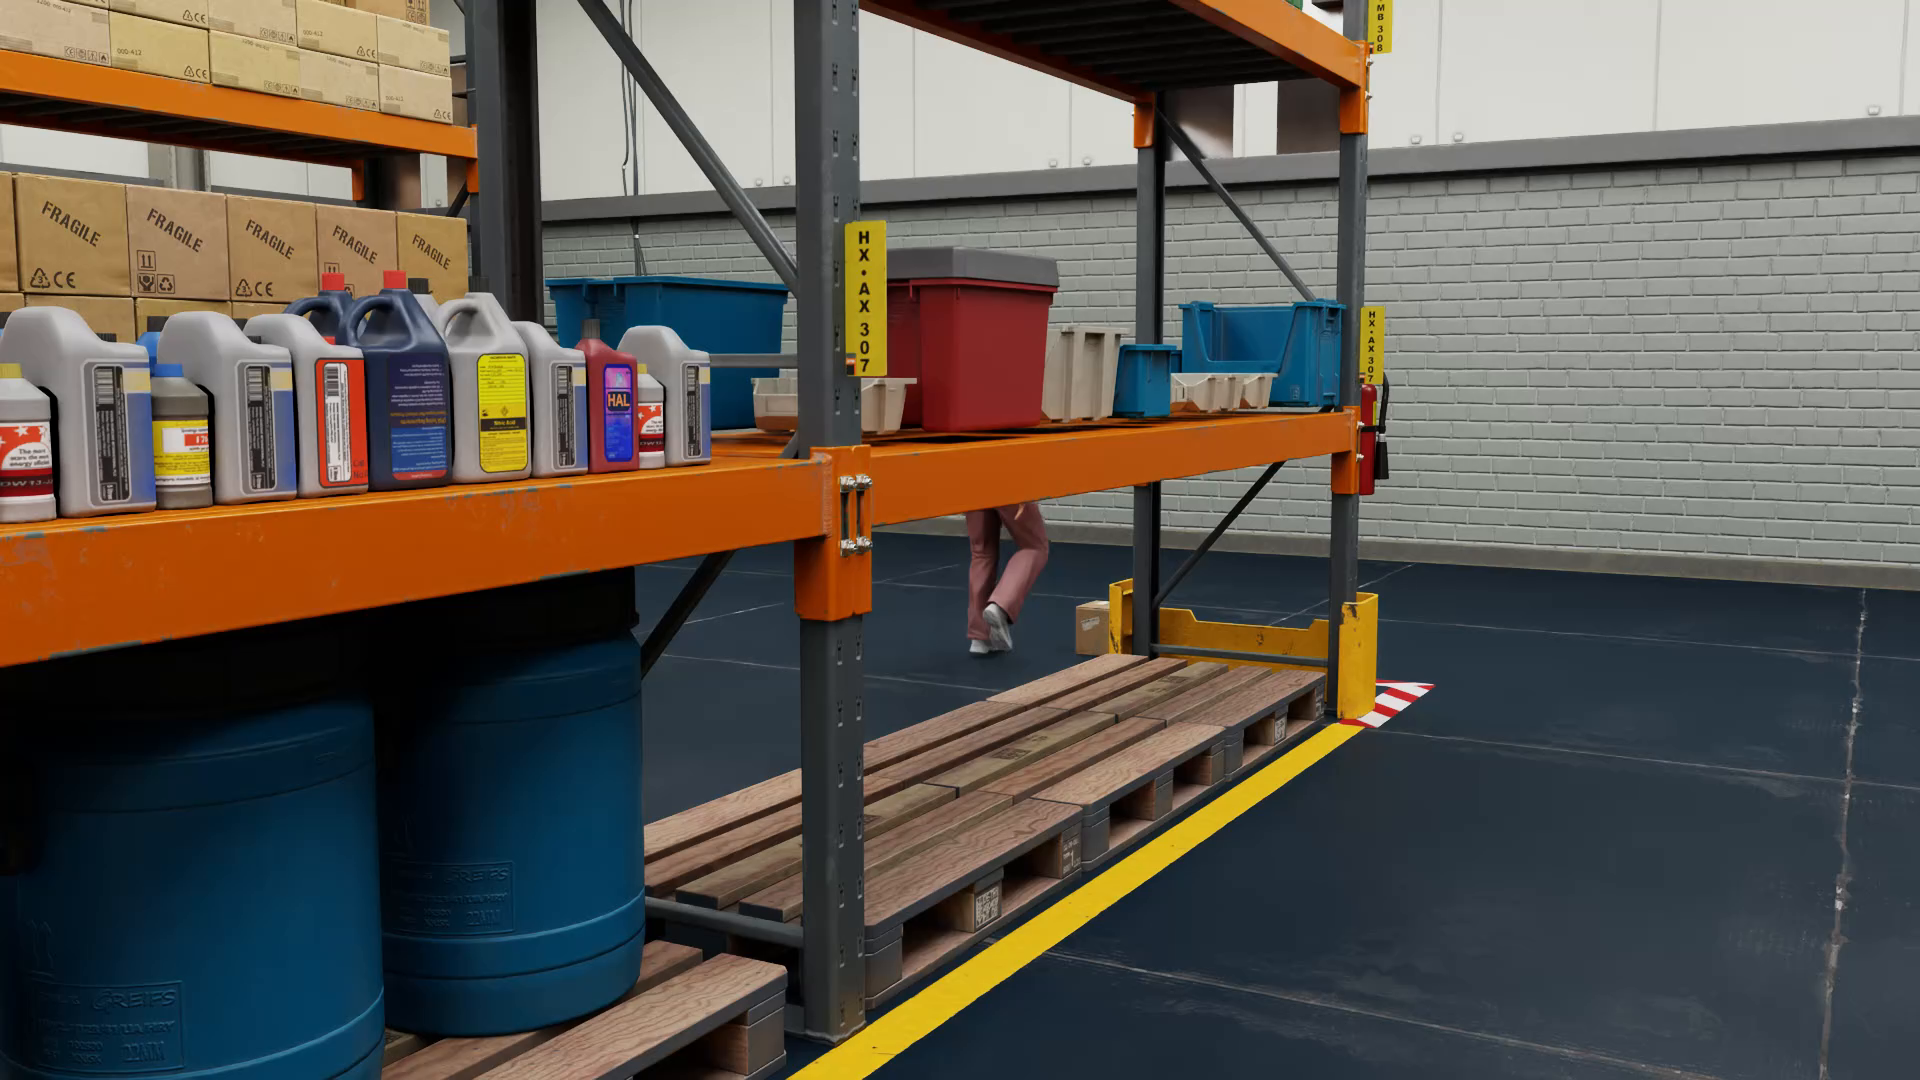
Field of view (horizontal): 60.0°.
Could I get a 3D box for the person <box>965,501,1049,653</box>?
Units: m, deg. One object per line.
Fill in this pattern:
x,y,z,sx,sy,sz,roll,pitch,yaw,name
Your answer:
0.193,-0.245,8.487,0.455,1.664,0.473,3,7,29,person
